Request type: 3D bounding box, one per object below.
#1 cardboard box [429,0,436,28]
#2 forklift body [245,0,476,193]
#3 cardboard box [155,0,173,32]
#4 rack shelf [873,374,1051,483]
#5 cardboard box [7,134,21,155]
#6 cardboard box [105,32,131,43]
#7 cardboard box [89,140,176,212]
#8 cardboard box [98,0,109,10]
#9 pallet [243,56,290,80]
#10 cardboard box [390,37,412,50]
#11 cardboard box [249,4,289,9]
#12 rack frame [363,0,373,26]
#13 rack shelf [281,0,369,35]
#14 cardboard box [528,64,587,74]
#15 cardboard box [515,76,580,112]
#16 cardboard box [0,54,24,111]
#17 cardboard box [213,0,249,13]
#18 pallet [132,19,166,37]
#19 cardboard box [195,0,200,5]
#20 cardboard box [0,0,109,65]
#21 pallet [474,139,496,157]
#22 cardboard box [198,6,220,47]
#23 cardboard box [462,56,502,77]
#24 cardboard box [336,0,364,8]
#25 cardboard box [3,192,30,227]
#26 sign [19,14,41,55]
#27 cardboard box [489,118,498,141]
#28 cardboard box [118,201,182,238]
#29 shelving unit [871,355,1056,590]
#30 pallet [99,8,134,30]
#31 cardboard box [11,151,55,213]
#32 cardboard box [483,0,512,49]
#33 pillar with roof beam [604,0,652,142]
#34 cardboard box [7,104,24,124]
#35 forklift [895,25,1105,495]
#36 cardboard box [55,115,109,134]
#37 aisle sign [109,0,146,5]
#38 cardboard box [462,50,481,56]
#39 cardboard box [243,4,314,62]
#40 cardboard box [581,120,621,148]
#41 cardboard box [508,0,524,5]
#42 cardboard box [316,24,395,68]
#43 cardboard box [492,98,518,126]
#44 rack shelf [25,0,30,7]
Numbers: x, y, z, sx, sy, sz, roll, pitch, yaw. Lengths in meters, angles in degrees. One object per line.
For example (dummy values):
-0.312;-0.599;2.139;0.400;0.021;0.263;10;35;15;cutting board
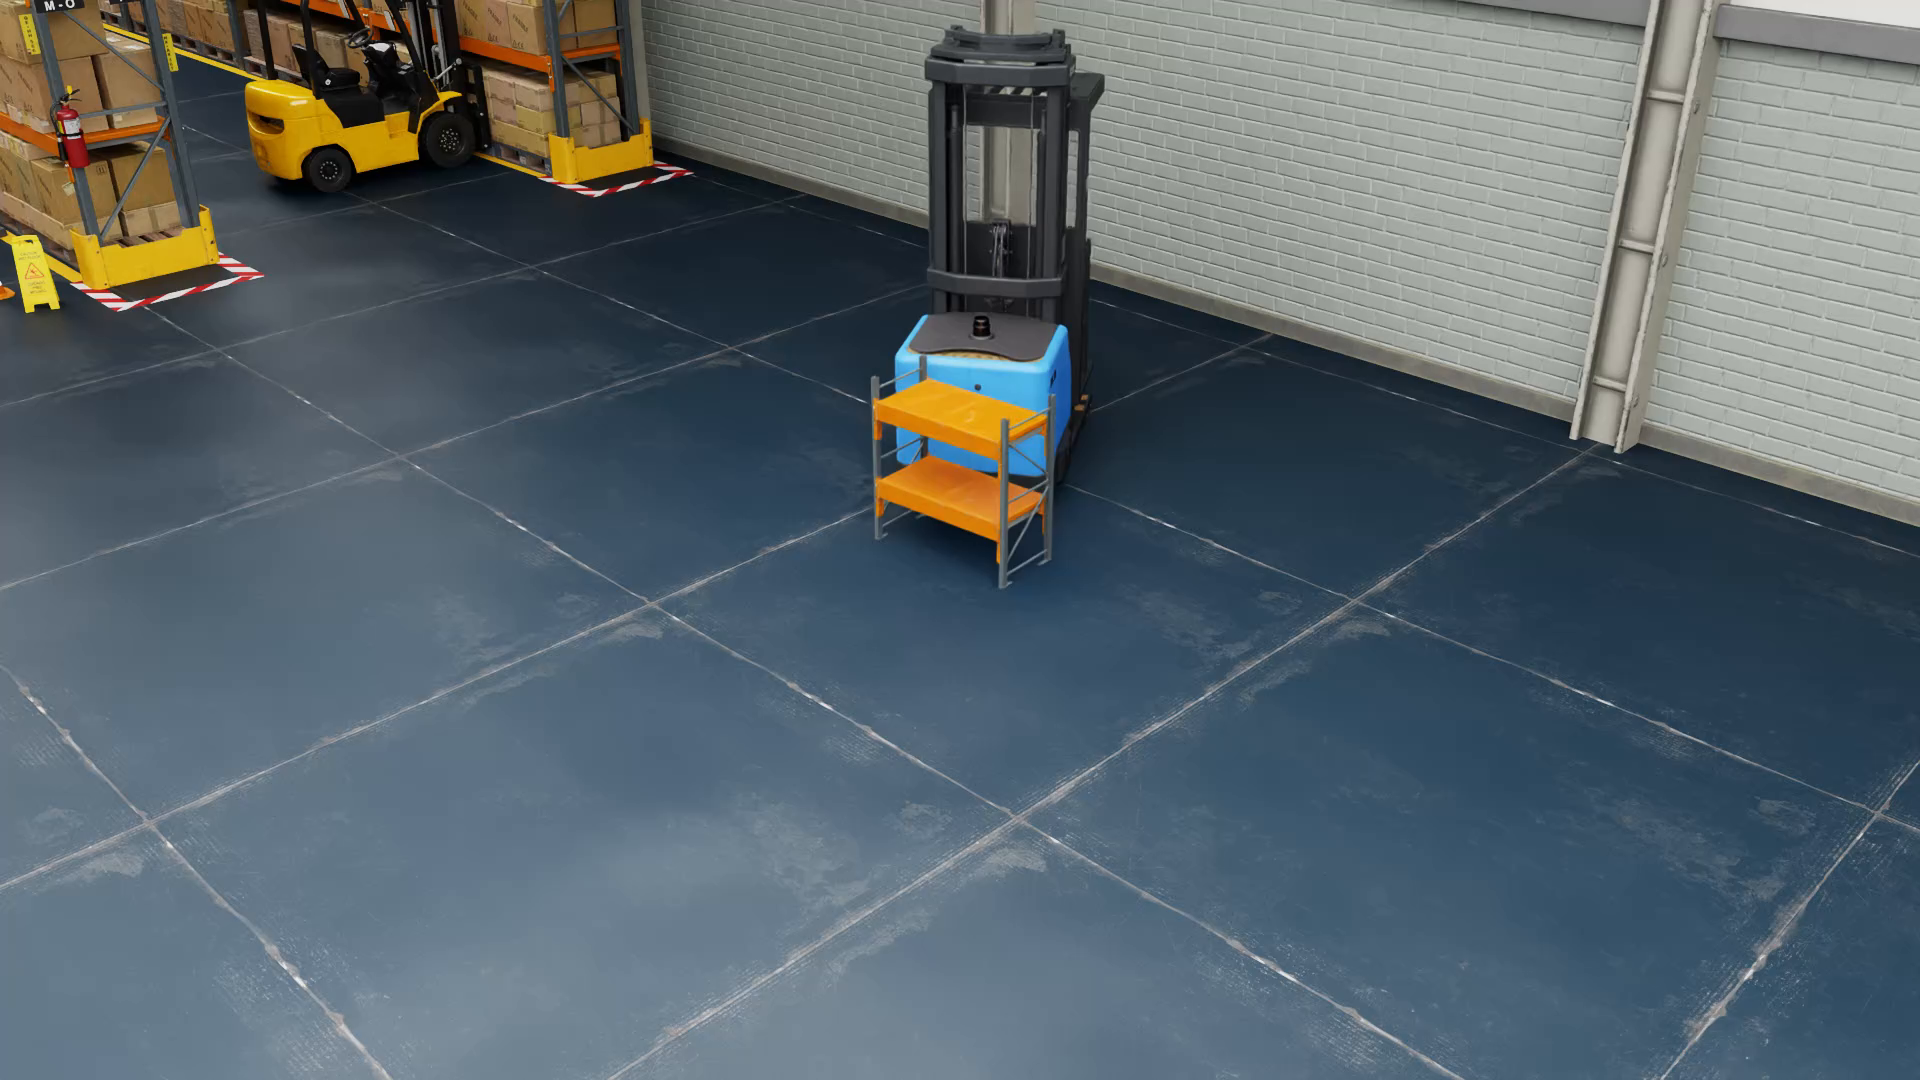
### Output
-5.963;-6.239;19.279;0.500;0.500;0.500;24;36;38;cardboard box
-6.621;-5.088;18.109;1.214;2.155;2.313;25;36;38;forklift body
-11.620;-7.878;24.738;0.500;0.500;0.500;23;36;37;cardboard box
0.014;-0.696;10.229;1.000;0.278;0.538;21;34;34;rack shelf
-8.707;-3.745;15.644;0.380;0.149;0.250;-25;36;-38;cardboard box
-7.982;-4.393;15.447;0.500;0.500;0.500;-24;36;-38;cardboard box
-7.865;-3.465;15.808;0.500;0.500;0.500;23;36;37;cardboard box
-13.404;-8.543;26.253;0.396;0.266;0.258;-24;36;-37;cardboard box
-9.134;-6.545;22.964;1.213;0.211;1.003;25;36;38;pallet
-6.717;-5.905;20.180;0.500;0.250;0.500;24;36;38;cardboard box
-9.798;-7.371;23.773;0.500;0.500;0.500;-24;36;-37;cardboard box
-6.842;-6.756;20.368;0.127;3.000;1.000;25;36;38;rack frame
-8.268;-7.090;21.777;4.000;0.370;1.077;25;36;38;rack shelf
-4.558;-5.243;18.921;0.500;0.250;0.500;25;36;38;cardboard box
-4.536;-4.909;18.285;0.500;0.250;0.500;-24;36;-38;cardboard box
-8.401;-4.229;15.135;0.500;0.500;0.500;25;36;38;cardboard box
-10.224;-7.505;23.330;0.250;0.149;0.380;23;35;36;cardboard box
-11.940;-7.879;25.501;1.213;0.211;1.003;25;36;38;pallet
-10.753;-7.785;23.864;0.380;0.149;0.250;-24;36;-38;cardboard box
-7.984;-4.515;14.605;0.500;0.500;0.700;24;36;37;cardboard box
-5.430;-4.850;19.740;1.213;0.211;1.003;25;36;38;pallet
-10.496;-7.374;23.778;0.500;0.500;0.500;24;36;38;cardboard box
-5.627;-5.403;19.224;0.500;0.250;0.500;24;36;37;cardboard box
-7.384;-6.767;20.551;0.500;0.250;0.500;-24;36;-38;cardboard box
-8.973;-3.286;16.273;0.500;0.250;0.500;23;35;37;cardboard box
-7.870;-4.277;14.070;0.005;0.325;0.100;25;36;38;sign
-5.244;-4.800;19.151;0.500;0.250;0.500;-25;37;-39;cardboard box
-7.848;-3.126;15.968;0.500;0.250;0.500;24;36;38;cardboard box
0.014;-0.437;10.365;1.048;1.125;0.538;21;34;34;shelving unit
-13.035;-8.356;26.408;1.213;0.211;1.003;25;36;38;pallet
-8.595;-3.447;15.773;0.500;0.500;0.500;-24;36;-37;cardboard box
-4.888;-5.741;18.330;0.500;0.500;0.500;-24;36;-38;cardboard box
-6.872;-7.203;14.774;0.400;9.000;9.100;25;36;38;pillar with roof beam
-8.514;-3.952;15.307;0.380;0.149;0.250;-25;36;-38;cardboard box
0.380;-2.166;11.714;1.130;2.935;3.031;6;28;11;forklift
-7.883;-3.742;14.907;0.380;0.149;0.250;-24;36;-38;cardboard box
-7.205;-5.035;14.303;0.004;0.787;0.394;25;36;38;aisle sign
-5.632;-5.741;19.867;0.500;0.250;0.500;25;37;39;cardboard box
-9.259;-6.988;22.910;0.875;0.625;0.625;-24;36;-38;cardboard box
-4.202;-4.645;18.857;0.500;0.250;0.500;25;37;39;cardboard box
-4.636;-5.876;17.890;0.380;0.149;0.250;-25;36;-38;cardboard box
-7.770;-6.313;21.626;0.625;0.625;0.875;24;36;38;cardboard box
-4.906;-4.863;18.735;0.500;0.250;0.500;24;36;38;cardboard box
-8.893;-5.464;15.461;4.000;0.370;1.077;25;36;38;rack shelf
